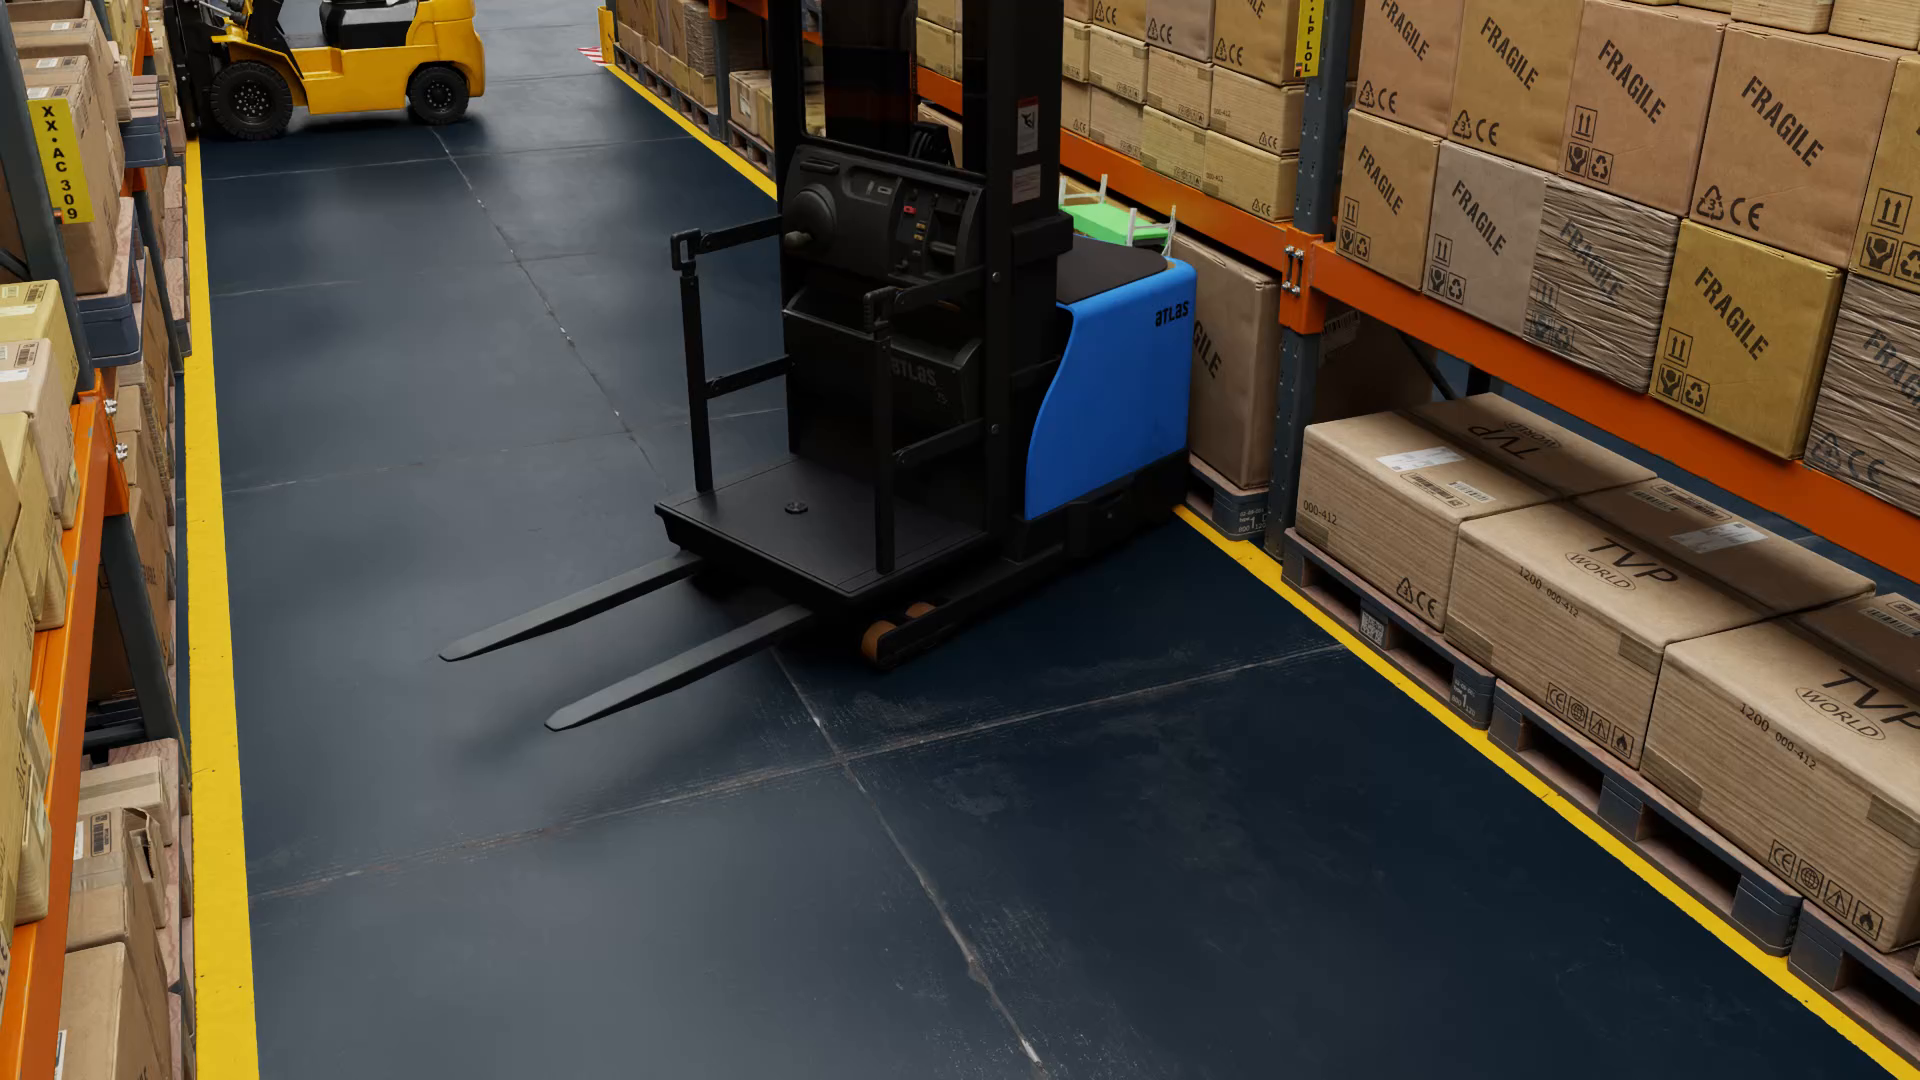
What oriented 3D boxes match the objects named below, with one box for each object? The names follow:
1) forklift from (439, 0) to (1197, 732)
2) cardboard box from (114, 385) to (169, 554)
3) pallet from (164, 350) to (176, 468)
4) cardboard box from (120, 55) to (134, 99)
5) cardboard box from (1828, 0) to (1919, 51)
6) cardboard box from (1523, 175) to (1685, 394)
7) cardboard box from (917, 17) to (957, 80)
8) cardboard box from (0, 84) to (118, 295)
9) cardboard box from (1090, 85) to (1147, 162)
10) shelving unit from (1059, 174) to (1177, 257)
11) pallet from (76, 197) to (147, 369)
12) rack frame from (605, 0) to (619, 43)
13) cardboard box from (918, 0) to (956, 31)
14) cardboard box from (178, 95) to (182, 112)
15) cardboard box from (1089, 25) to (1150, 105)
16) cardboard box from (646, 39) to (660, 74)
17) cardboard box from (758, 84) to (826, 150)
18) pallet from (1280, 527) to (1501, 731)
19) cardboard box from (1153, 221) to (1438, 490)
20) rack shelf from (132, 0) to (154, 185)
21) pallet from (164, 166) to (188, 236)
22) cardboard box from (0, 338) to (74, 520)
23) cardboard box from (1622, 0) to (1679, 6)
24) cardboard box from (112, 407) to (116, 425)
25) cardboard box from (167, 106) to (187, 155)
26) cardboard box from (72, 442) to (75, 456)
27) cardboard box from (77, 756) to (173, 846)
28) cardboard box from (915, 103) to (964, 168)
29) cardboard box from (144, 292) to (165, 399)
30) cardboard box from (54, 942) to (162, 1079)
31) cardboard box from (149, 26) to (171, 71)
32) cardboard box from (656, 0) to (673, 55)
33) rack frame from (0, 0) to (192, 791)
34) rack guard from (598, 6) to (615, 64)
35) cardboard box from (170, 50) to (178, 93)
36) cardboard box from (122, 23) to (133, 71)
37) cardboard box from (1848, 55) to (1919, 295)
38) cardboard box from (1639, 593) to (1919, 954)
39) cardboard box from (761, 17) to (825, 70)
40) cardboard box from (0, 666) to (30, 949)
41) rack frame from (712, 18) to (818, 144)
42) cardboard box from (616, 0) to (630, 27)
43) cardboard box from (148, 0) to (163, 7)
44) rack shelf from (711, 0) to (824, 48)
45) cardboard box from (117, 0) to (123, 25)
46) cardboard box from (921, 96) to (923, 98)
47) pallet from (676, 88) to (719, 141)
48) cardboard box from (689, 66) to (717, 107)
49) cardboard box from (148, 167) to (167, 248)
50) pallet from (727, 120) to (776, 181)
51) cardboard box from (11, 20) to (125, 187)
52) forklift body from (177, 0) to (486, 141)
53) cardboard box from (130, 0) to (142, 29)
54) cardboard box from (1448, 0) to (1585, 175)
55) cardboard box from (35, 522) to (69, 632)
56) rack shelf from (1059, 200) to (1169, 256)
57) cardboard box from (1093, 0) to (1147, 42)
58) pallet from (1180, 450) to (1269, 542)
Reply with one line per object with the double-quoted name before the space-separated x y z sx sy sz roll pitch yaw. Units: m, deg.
"forklift" -0.431 -1.119 5.701 1.130 2.935 3.031 23 34 38
"cardboard box" -3.260 -0.226 6.164 0.500 0.500 0.500 -11 28 -22
"pallet" -4.178 -0.565 7.666 1.003 0.211 1.213 -11 28 -21
"cardboard box" -3.825 -2.002 7.240 0.380 0.149 0.250 -10 28 -20
"cardboard box" 2.303 -1.262 3.922 0.380 0.149 0.250 -10 28 -19
"cardboard box" 2.022 -0.770 4.794 0.500 0.500 0.500 -10 28 -20
"cardboard box" 0.091 -2.672 8.975 0.500 0.250 0.500 -11 28 -21
"cardboard box" -2.853 -0.978 4.742 0.700 0.500 0.500 -10 28 -19
"cardboard box" 0.911 -1.848 7.288 0.500 0.250 0.500 -11 28 -22
"shelving unit" 0.611 -0.923 7.218 0.258 1.200 0.503 -11 31 -31
"pallet" -3.081 -0.766 5.119 1.003 0.211 1.213 -11 28 -21
"rack frame" -3.003 -6.210 16.050 1.000 3.000 0.127 -11 28 -21
"cardboard box" 0.102 -2.890 8.852 0.500 0.250 0.500 -11 28 -21
"cardboard box" -6.496 -3.561 13.281 0.500 0.250 0.500 -10 28 -19
"cardboard box" 0.889 -2.067 7.167 0.500 0.250 0.500 -10 28 -19
"cardboard box" -2.523 -4.364 14.925 0.500 0.250 0.500 -9 27 -17
"cardboard box" -0.944 -3.102 12.201 0.950 0.372 0.625 -9 27 -17
"pallet" 1.923 0.208 6.083 1.003 0.211 1.213 -11 28 -21
"cardboard box" 1.380 -0.836 6.986 0.875 0.875 0.875 -10 28 -19
"rack shelf" -5.219 -2.610 9.497 1.077 0.370 4.000 -11 28 -21
"pallet" -5.677 -2.197 11.009 1.003 0.211 1.213 -11 28 -21
"cardboard box" -2.235 -0.214 3.601 0.500 0.250 0.500 -10 28 -20
"cardboard box" 1.954 -1.559 4.532 0.380 0.149 0.250 -11 28 -22
"cardboard box" -3.239 -0.474 5.933 0.380 0.149 0.250 -11 28 -21
"cardboard box" -5.887 -2.946 12.020 0.500 0.250 0.500 -10 28 -20
"cardboard box" -2.390 -0.211 4.050 0.380 0.149 0.250 -10 28 -19
"cardboard box" -2.381 0.756 4.554 0.380 0.149 0.250 -11 28 -22
"cardboard box" 0.324 -1.921 9.209 0.875 0.875 0.875 -11 28 -21
"cardboard box" -3.886 -0.854 7.450 0.500 0.500 0.500 -11 28 -21
"cardboard box" -1.869 1.193 3.258 0.500 0.500 0.500 -10 28 -20
"cardboard box" -6.094 -3.600 12.221 0.500 0.250 0.500 -11 28 -21
"cardboard box" -2.316 -4.489 14.325 0.500 0.500 0.500 -9 27 -18
"rack frame" -2.869 -0.511 4.378 1.000 3.000 0.127 -11 28 -21
"rack guard" -2.973 -5.056 16.535 1.175 0.500 0.348 -11 28 -21
"cardboard box" -6.293 -3.575 12.738 0.500 0.250 0.500 -11 28 -21
"cardboard box" -4.785 -2.690 9.012 0.500 0.250 0.500 -12 28 -22
"cardboard box" 2.433 -0.805 3.726 0.500 0.500 0.500 -11 28 -21
"cardboard box" 2.547 0.595 4.554 0.875 0.438 0.875 -10 28 -19
"cardboard box" -1.419 -4.170 13.672 0.500 0.500 0.500 -9 27 -18
"cardboard box" -1.631 0.401 2.343 0.500 0.250 0.500 -11 28 -22
"rack frame" -1.436 -4.595 12.742 1.000 3.000 0.127 -11 28 -21
"cardboard box" -2.931 -5.117 15.612 0.500 0.500 0.500 -12 28 -22
"cardboard box" -6.689 -4.218 13.487 0.500 0.250 0.500 -10 28 -20
"rack shelf" -0.653 -3.464 11.246 1.077 0.370 4.000 -11 28 -21
"cardboard box" -4.579 -2.706 8.475 0.500 0.250 0.500 -10 28 -19
"cardboard box" -0.604 -4.139 14.655 0.500 0.500 0.500 8 27 15
"pallet" -1.732 -3.607 13.897 1.003 0.211 1.213 -11 28 -21
"cardboard box" -1.915 -3.741 13.648 0.500 0.250 0.500 -9 28 -18
"cardboard box" -5.194 -2.036 9.729 0.875 0.625 0.625 -12 28 -23
"pallet" -1.130 -3.028 12.711 1.003 0.211 1.213 -11 28 -21
"cardboard box" -3.363 -1.504 5.819 0.700 0.500 0.500 -11 28 -21
"forklift body" -5.147 -4.522 13.560 2.313 2.155 1.214 -11 28 -21
"cardboard box" -5.362 -3.313 10.287 0.500 0.250 0.500 -11 28 -21
"cardboard box" 1.852 -1.421 4.987 0.500 0.500 0.500 -11 28 -21
"cardboard box" -2.062 0.098 3.416 0.380 0.149 0.250 -11 28 -21
"rack shelf" 0.649 -1.296 7.037 0.258 0.148 0.480 -11 31 -31
"cardboard box" 0.901 -2.412 7.019 0.500 0.500 0.500 -10 28 -19
"pallet" 1.325 -0.411 7.351 1.003 0.211 1.213 -11 28 -21
